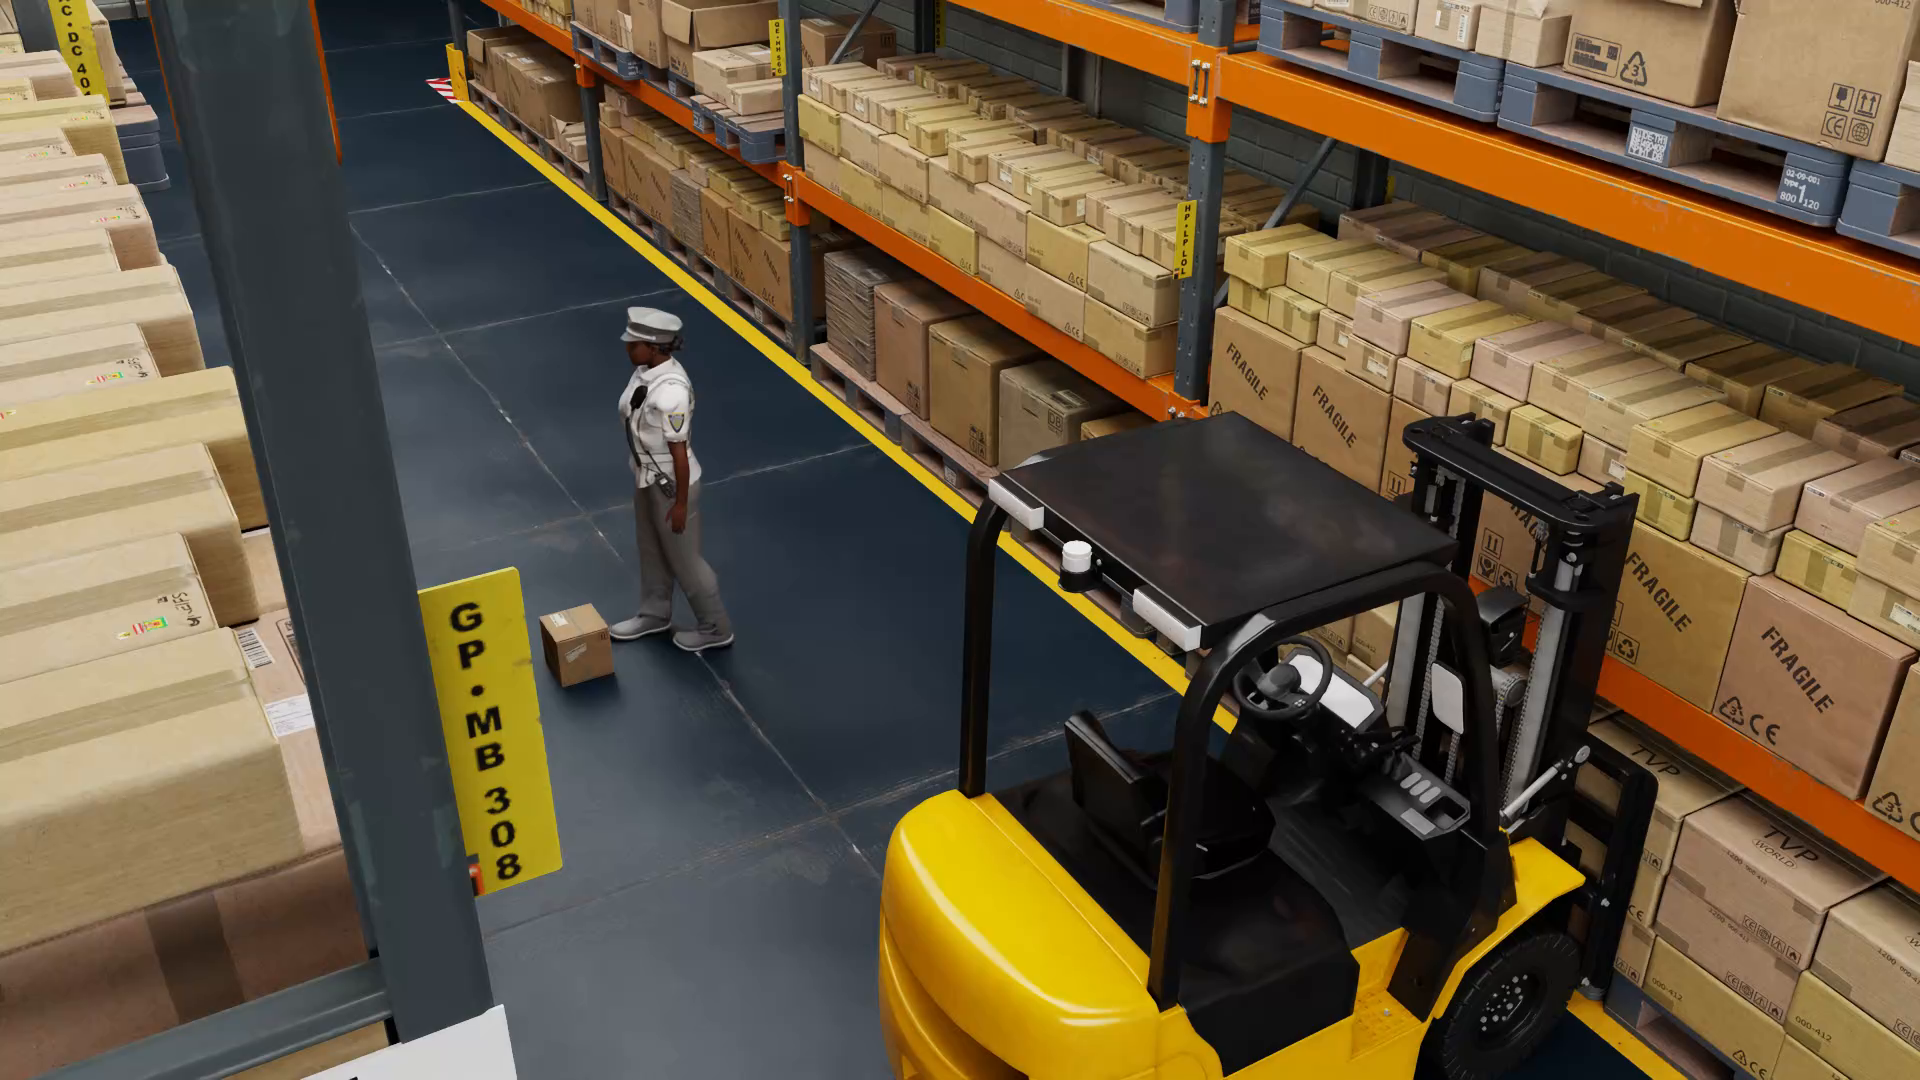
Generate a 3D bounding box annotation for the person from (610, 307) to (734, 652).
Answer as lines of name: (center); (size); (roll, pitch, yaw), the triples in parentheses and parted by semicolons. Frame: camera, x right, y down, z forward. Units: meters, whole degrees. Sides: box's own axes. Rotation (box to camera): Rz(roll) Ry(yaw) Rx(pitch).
person: (-1.384, -0.254, 7.561); (0.546, 1.683, 0.457); (-10, 31, -18)
